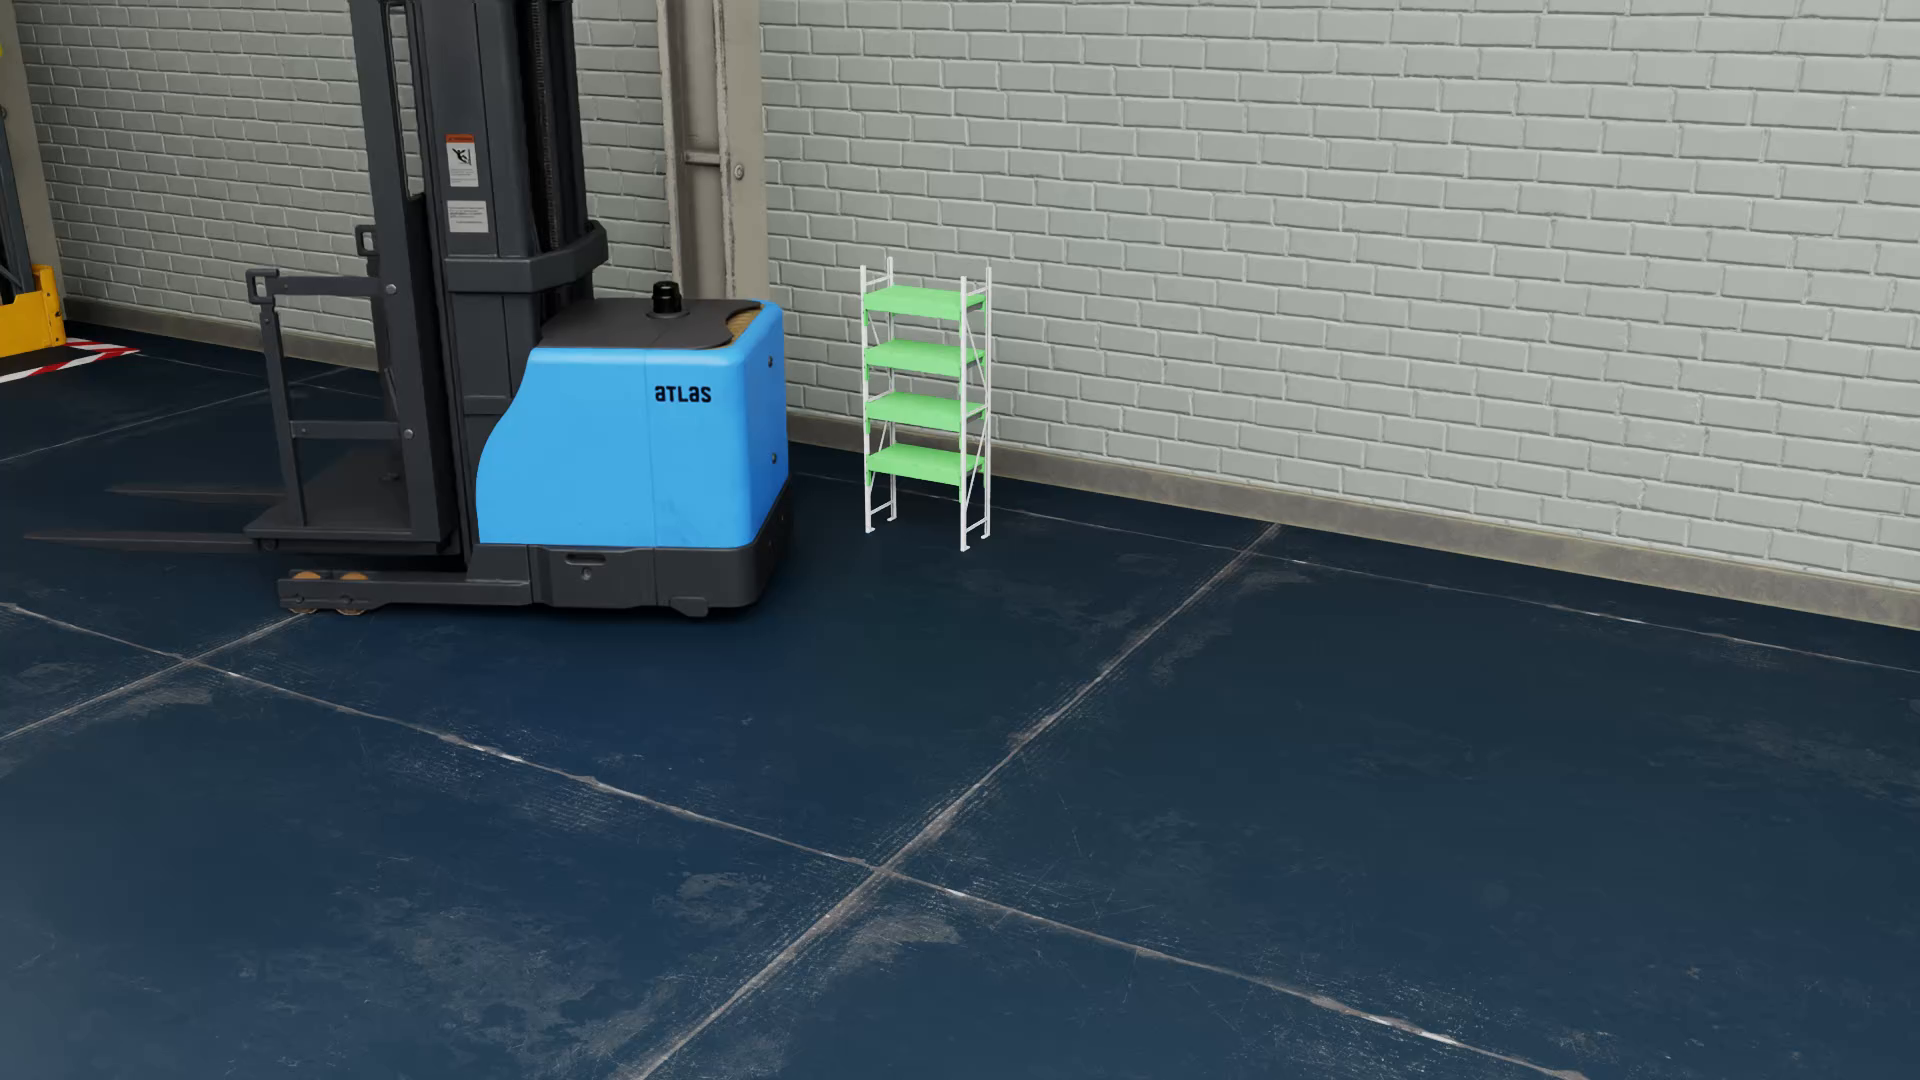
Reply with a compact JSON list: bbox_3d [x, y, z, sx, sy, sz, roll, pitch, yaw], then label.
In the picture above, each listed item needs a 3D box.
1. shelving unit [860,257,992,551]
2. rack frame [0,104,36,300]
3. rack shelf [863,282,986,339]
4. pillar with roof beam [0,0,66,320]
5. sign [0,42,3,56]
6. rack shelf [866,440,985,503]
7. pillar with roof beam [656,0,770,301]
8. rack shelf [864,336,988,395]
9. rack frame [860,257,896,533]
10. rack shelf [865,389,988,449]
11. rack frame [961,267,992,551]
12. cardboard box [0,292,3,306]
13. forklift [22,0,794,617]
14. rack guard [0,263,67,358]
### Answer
[{"bbox_3d":[-0.145,-0.592,7.236,0.503,1.200,0.258,11,23,27],"label":"shelving unit"},{"bbox_3d":[-6.301,-2.565,10.037,0.127,3.000,1.000,11,23,27],"label":"rack frame"},{"bbox_3d":[-0.145,-0.983,7.094,0.480,0.148,0.258,11,23,27],"label":"rack shelf"},{"bbox_3d":[-8.569,-4.488,6.540,0.400,9.000,9.100,11,23,27],"label":"pillar with roof beam"},{"bbox_3d":[-6.025,-3.173,10.329,0.005,0.325,0.100,11,23,27],"label":"sign"},{"bbox_3d":[-0.145,-0.306,7.340,0.480,0.148,0.258,11,23,27],"label":"rack shelf"},{"bbox_3d":[-3.331,-3.490,3.789,0.400,9.000,9.100,11,23,27],"label":"pillar with roof beam"},{"bbox_3d":[-0.145,-0.757,7.176,0.480,0.148,0.258,11,23,27],"label":"rack shelf"},{"bbox_3d":[-0.358,-0.632,7.348,0.015,1.200,0.240,11,23,27],"label":"rack frame"},{"bbox_3d":[-0.145,-0.531,7.258,0.480,0.148,0.258,11,23,27],"label":"rack shelf"},{"bbox_3d":[0.068,-0.551,7.124,0.015,1.200,0.240,11,23,27],"label":"rack frame"},{"bbox_3d":[-6.635,-1.610,10.820,0.500,0.250,0.500,11,23,28],"label":"cardboard box"},{"bbox_3d":[-2.272,-1.257,6.533,3.031,2.935,1.130,1,20,4],"label":"forklift"},{"bbox_3d":[-6.280,-1.386,10.452,0.348,0.500,1.175,11,23,27],"label":"rack guard"}]
